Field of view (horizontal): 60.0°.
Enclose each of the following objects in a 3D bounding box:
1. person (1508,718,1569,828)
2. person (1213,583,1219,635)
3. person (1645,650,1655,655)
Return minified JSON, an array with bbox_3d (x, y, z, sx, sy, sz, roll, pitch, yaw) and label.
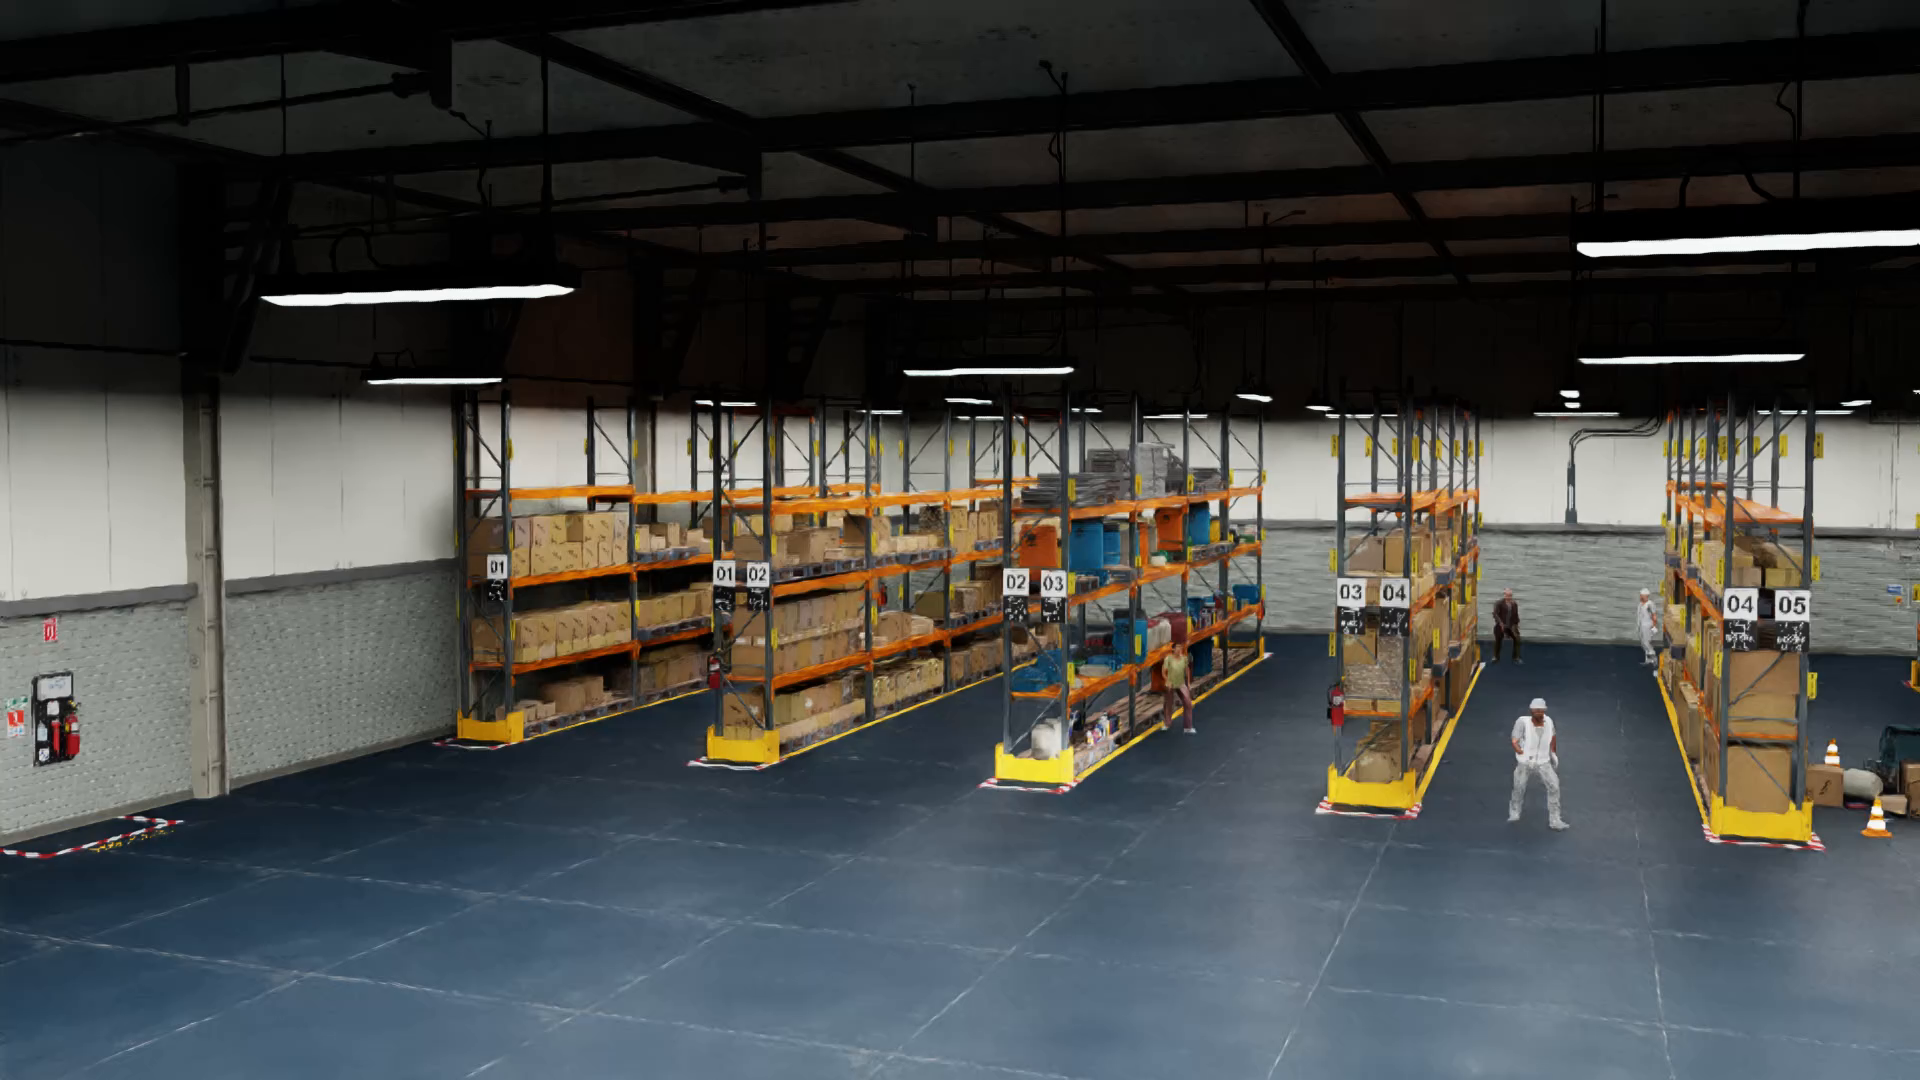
[{"bbox_3d":[7.610,3.052,22.003,0.691,1.449,0.810,0,3,2],"label":"person"},{"bbox_3d":[6.801,1.816,43.385,0.537,1.472,0.519,1,3,19],"label":"person"},{"bbox_3d":[15.801,2.558,38.093,0.219,0.189,0.307,-1,3,-13],"label":"person"}]
